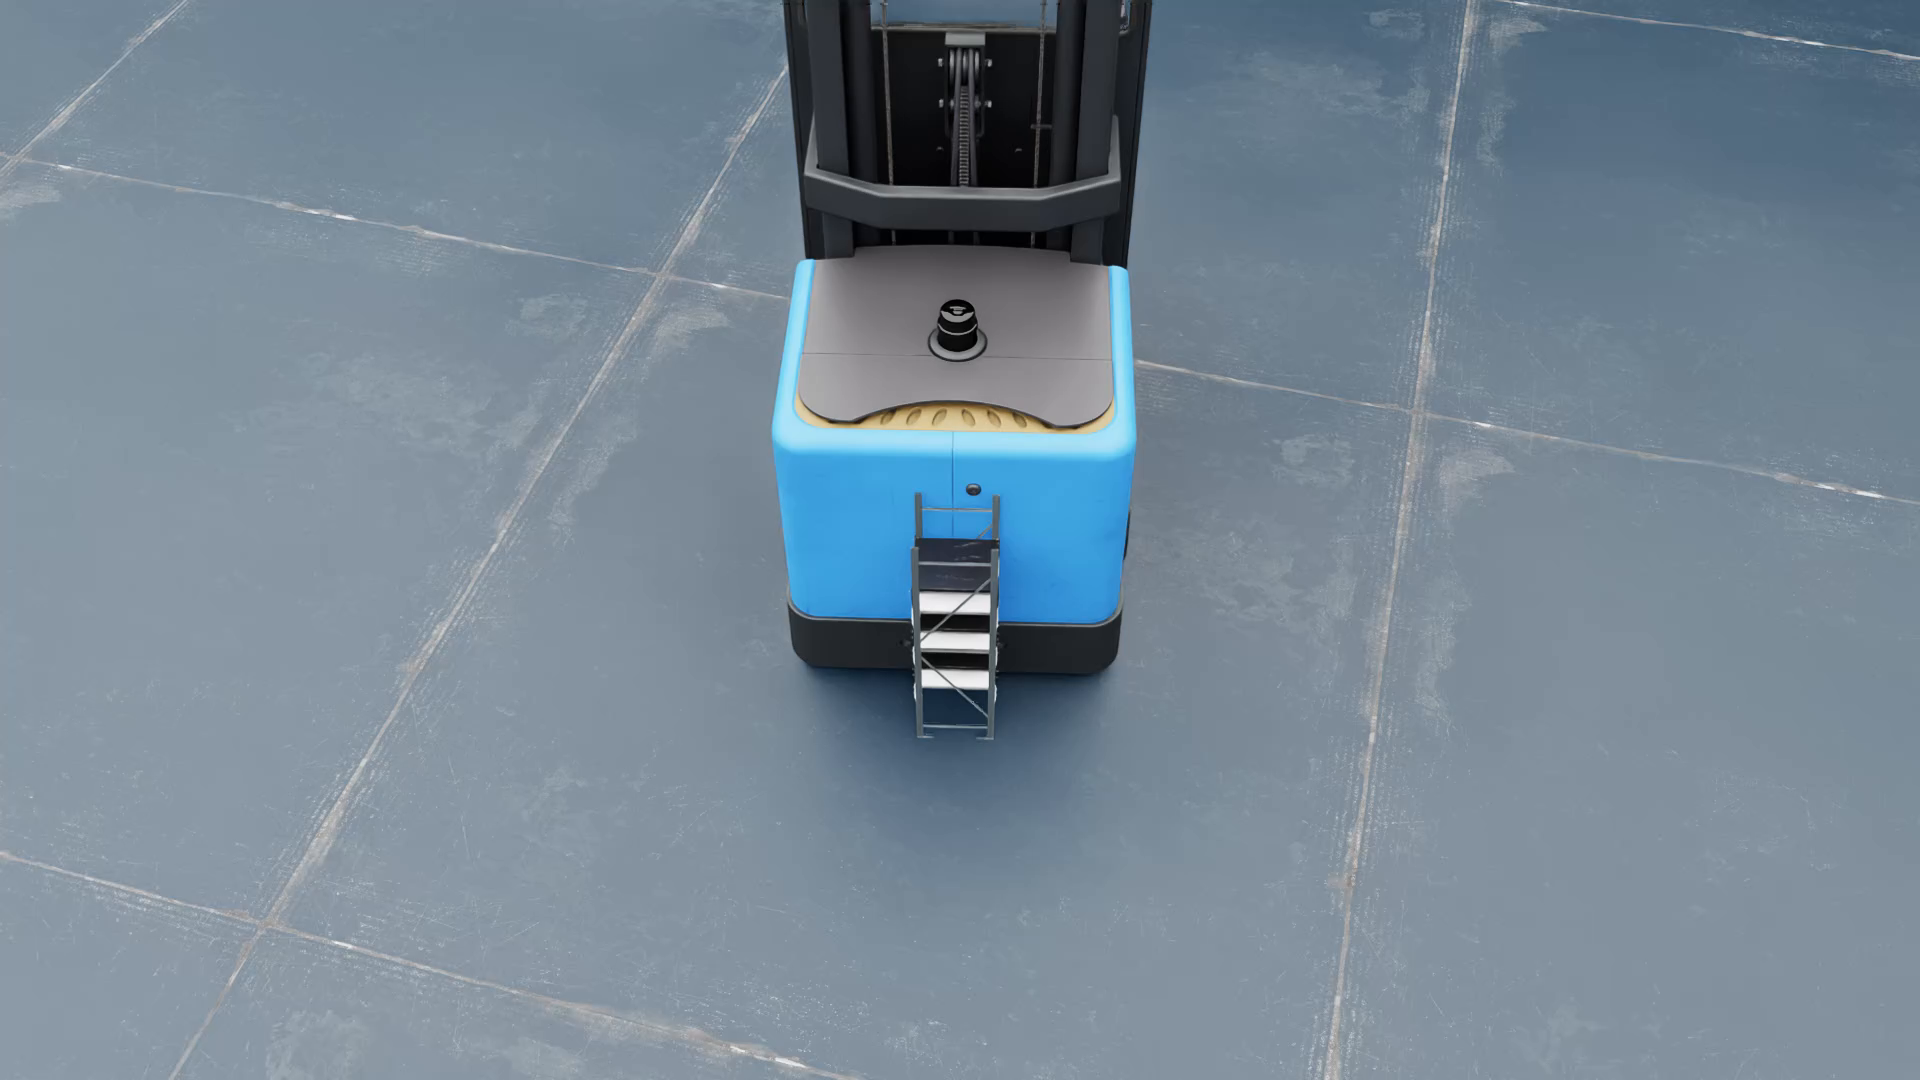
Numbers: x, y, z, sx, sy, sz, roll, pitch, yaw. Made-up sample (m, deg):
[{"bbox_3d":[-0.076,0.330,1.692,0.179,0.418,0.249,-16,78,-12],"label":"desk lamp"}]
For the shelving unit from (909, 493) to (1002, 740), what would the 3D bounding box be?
[{"bbox_3d":[-0.011,0.247,4.932,0.258,0.900,0.210,1,49,1],"label":"shelving unit"}]

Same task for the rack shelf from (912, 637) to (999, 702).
[{"bbox_3d":[-0.011,0.388,5.092,0.258,0.077,0.200,1,49,1],"label":"rack shelf"}]

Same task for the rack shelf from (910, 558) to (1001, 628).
[{"bbox_3d":[-0.011,0.150,4.822,0.258,0.077,0.200,1,49,1],"label":"rack shelf"}]

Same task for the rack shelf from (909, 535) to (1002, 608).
[{"bbox_3d":[-0.011,0.090,4.755,0.258,0.077,0.200,1,49,1],"label":"rack shelf"}]

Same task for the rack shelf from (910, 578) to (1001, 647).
[{"bbox_3d":[-0.011,0.209,4.890,0.258,0.077,0.200,1,49,1],"label":"rack shelf"}]

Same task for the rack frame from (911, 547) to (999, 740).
[{"bbox_3d":[-0.015,0.323,4.865,0.240,0.900,0.006,1,49,1],"label":"rack frame"}]

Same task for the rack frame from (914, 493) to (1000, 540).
[{"bbox_3d":[-0.008,0.170,4.999,0.240,0.900,0.006,1,49,1],"label":"rack frame"}]

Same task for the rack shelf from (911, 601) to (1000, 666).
[{"bbox_3d":[-0.011,0.269,4.957,0.258,0.077,0.200,1,49,1],"label":"rack shelf"}]

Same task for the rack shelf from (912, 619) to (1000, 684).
[{"bbox_3d":[-0.011,0.328,5.025,0.258,0.077,0.200,1,49,1],"label":"rack shelf"}]

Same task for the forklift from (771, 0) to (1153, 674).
[{"bbox_3d":[0.030,-1.642,5.244,1.130,2.935,3.031,1,49,1],"label":"forklift"}]
